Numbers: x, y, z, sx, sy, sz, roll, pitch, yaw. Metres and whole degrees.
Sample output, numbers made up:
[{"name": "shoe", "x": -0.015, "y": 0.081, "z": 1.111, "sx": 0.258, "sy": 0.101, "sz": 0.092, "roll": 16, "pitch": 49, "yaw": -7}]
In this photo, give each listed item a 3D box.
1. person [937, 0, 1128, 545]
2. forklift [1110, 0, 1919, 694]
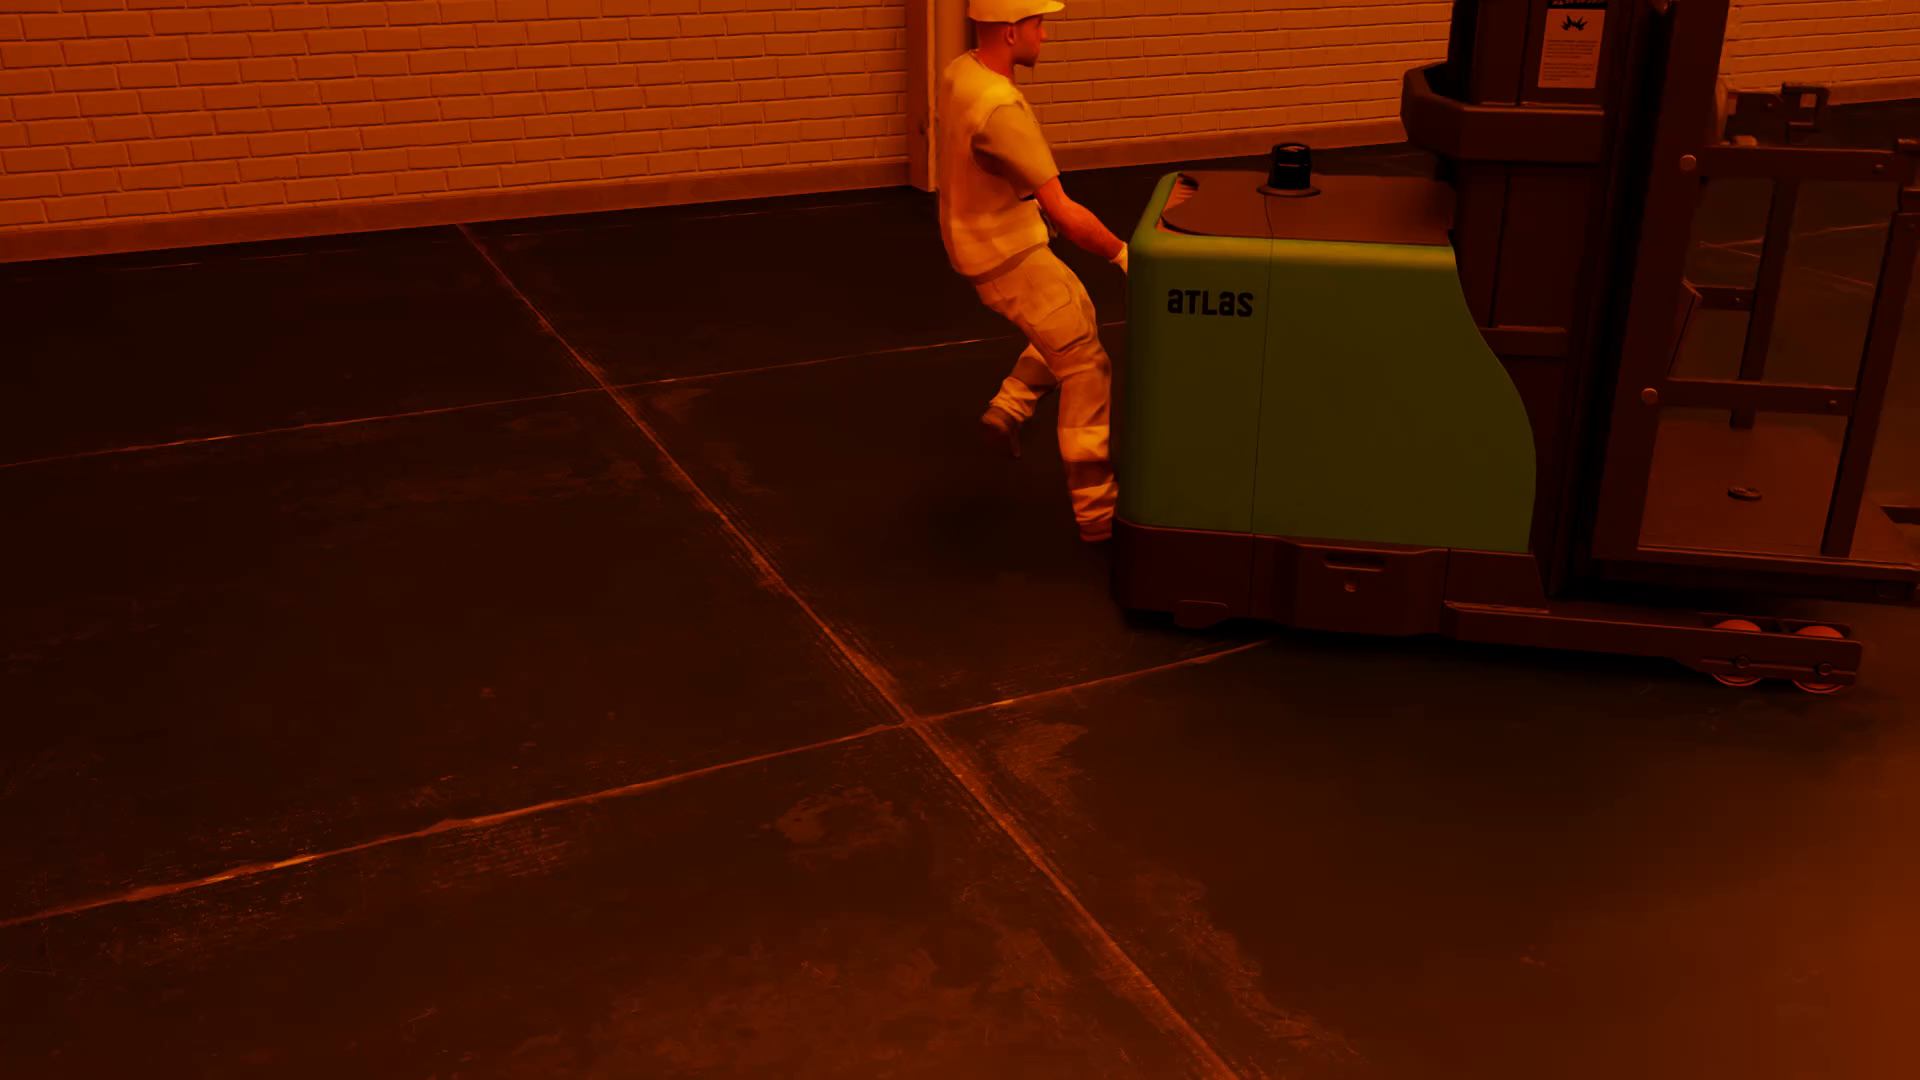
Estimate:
[{"name": "person", "x": 0.280, "y": -0.884, "z": 5.085, "sx": 0.667, "sy": 1.665, "sz": 0.794, "roll": -4, "pitch": 23, "yaw": -9}, {"name": "forklift", "x": 1.980, "y": -1.190, "z": 4.150, "sx": 3.031, "sy": 2.935, "sz": 1.130, "roll": 4, "pitch": 23, "yaw": 10}]
